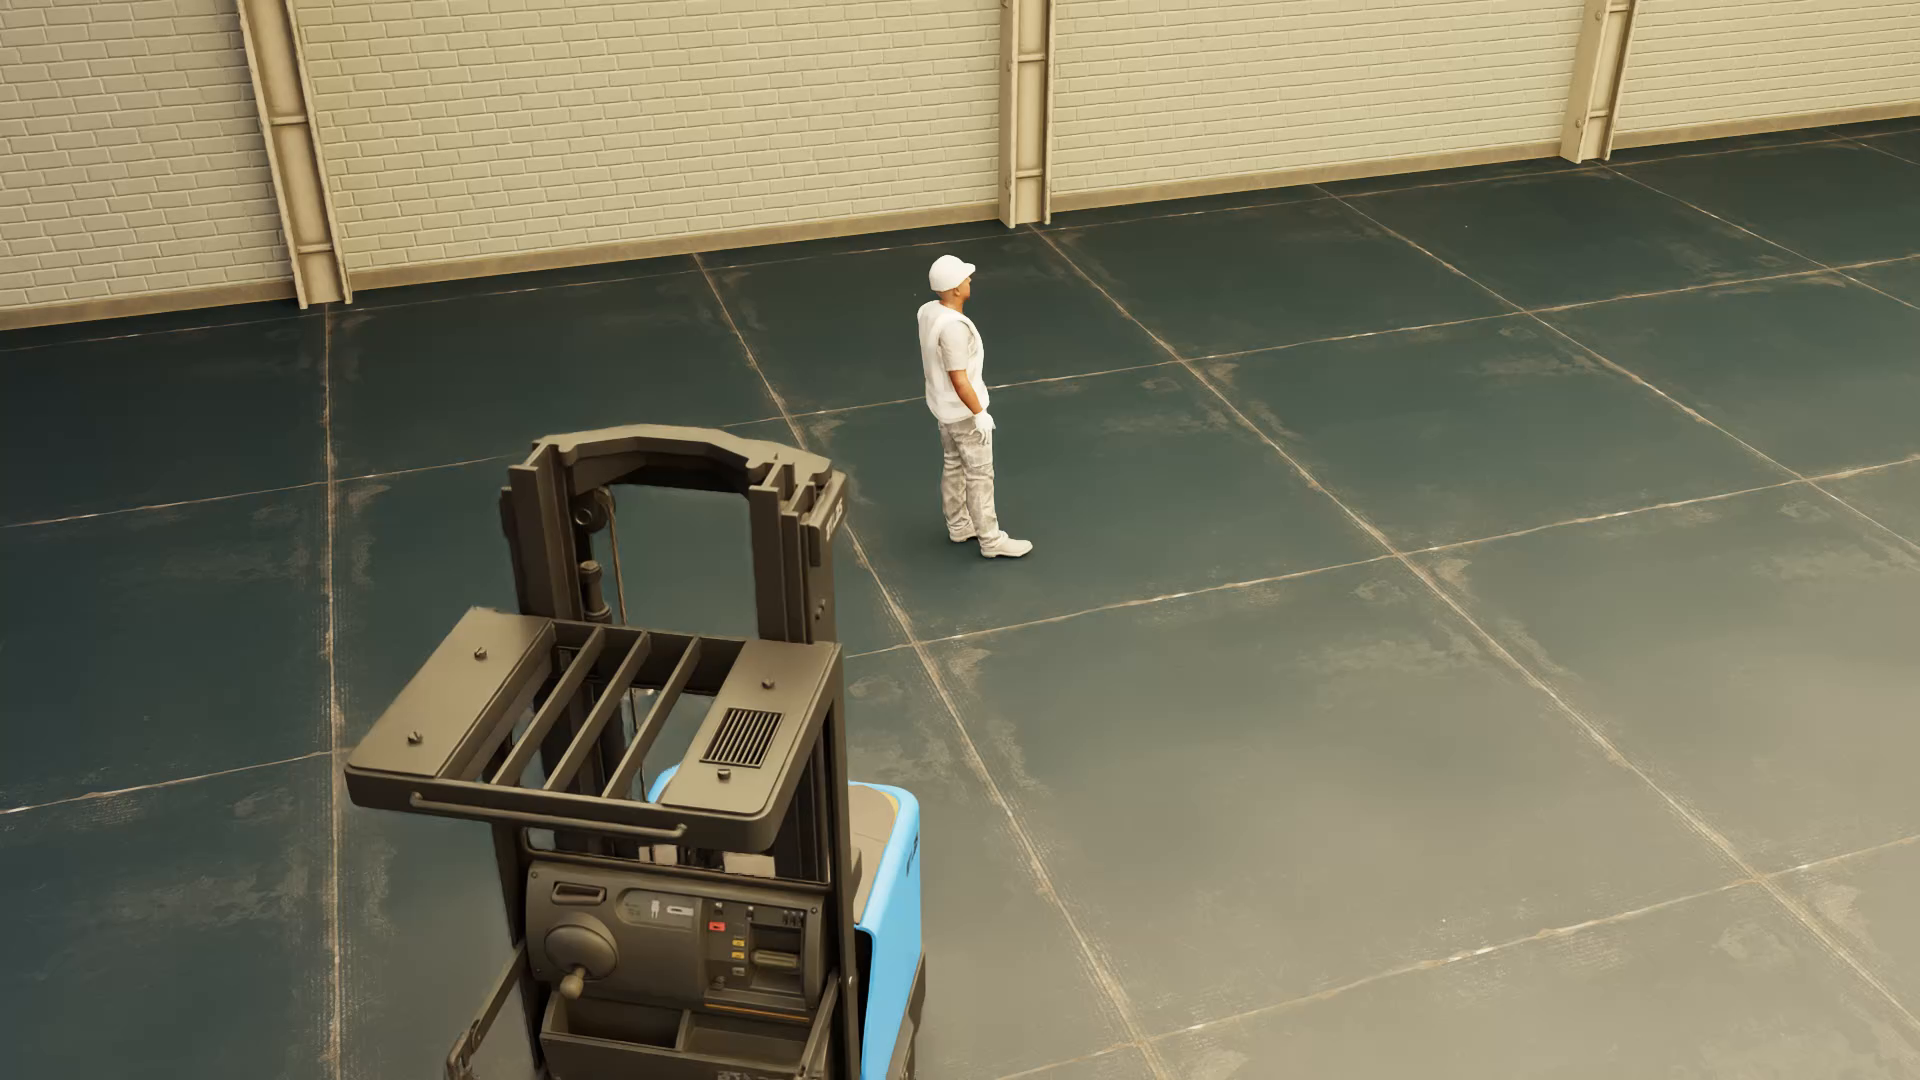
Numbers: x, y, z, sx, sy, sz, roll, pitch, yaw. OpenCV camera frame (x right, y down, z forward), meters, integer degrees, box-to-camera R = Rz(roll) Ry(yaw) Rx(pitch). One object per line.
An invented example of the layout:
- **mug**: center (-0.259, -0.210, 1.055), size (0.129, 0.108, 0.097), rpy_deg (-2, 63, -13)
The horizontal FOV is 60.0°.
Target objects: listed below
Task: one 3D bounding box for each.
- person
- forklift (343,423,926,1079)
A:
- **person**: center (0.079, -0.788, 9.592), size (0.559, 1.782, 0.656), rpy_deg (-10, 31, -16)
- **forklift**: center (-12.486, 2.427, 2.868), size (23.089, 2.935, 11.713), rpy_deg (5, 30, 9)
